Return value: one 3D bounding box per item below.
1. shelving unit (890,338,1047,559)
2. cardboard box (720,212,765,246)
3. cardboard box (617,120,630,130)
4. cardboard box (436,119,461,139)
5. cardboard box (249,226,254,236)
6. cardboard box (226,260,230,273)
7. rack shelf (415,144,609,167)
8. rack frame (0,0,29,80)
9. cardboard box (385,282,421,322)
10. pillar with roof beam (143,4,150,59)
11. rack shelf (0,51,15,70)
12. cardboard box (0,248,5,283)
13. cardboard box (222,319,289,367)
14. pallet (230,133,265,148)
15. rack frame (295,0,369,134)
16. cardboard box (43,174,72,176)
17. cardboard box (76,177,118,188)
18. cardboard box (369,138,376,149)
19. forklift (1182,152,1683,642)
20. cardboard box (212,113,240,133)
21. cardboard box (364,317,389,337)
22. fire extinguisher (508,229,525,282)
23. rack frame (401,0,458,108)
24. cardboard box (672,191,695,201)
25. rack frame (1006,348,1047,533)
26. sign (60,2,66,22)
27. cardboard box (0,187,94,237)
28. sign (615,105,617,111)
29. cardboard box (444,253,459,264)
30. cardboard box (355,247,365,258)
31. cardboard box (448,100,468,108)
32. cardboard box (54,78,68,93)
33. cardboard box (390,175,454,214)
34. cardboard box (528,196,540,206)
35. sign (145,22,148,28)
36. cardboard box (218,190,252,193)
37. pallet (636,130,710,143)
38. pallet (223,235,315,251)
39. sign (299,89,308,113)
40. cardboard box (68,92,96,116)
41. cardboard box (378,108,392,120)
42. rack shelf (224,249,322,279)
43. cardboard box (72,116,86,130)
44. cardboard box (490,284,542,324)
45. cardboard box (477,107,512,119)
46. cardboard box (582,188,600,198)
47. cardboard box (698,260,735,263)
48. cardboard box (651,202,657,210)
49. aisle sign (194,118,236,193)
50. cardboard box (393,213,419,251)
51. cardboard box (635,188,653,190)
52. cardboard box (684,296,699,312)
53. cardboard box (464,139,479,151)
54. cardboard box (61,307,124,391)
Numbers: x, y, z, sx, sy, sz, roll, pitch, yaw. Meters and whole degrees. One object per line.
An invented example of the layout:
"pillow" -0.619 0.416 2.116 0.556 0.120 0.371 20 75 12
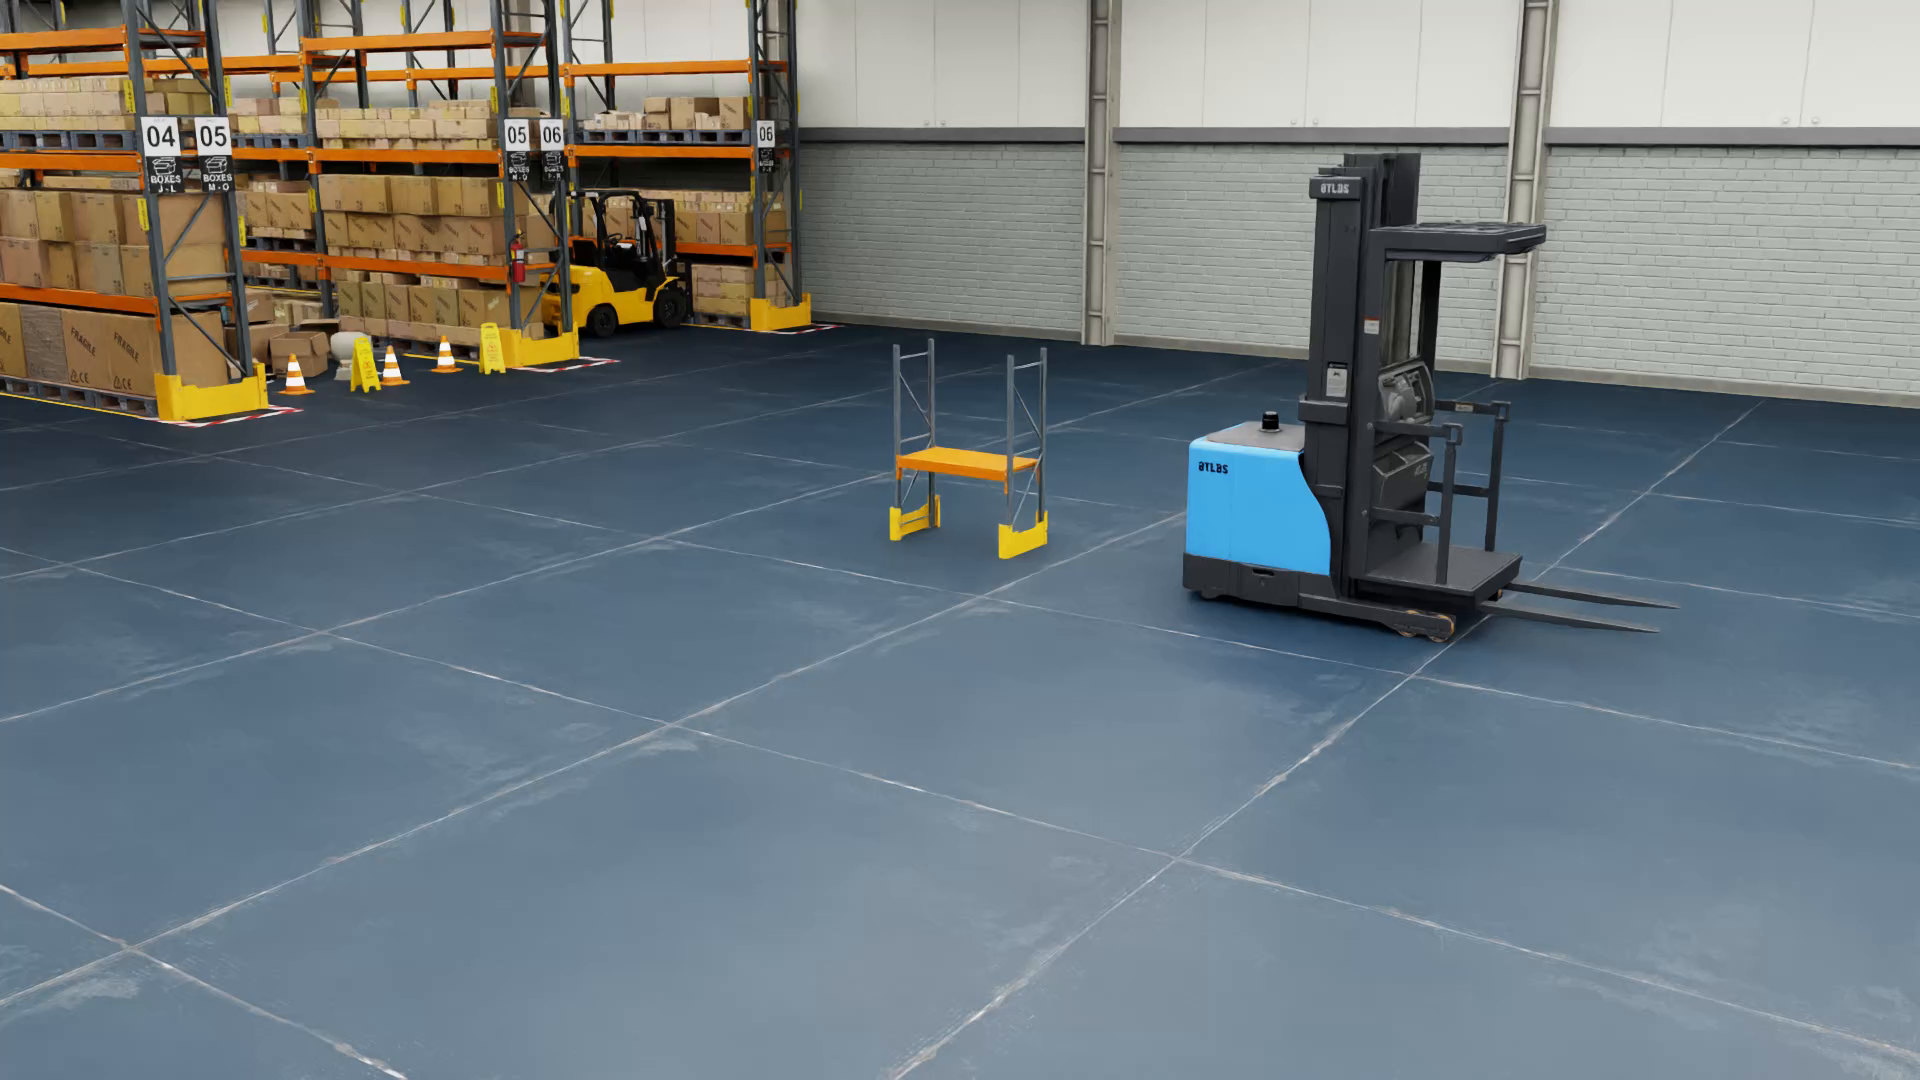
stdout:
"shelving unit" 0.063 -0.718 12.602 1.083 1.500 0.587 9 17 33
"cardboard box" -3.432 -4.926 26.273 0.500 0.500 0.500 9 16 32
"cardboard box" -5.356 -6.763 27.100 0.250 0.149 0.380 10 17 34
"cardboard box" -6.629 -5.487 22.196 0.500 0.250 0.500 9 16 32
"cardboard box" -10.544 -4.702 25.223 0.250 0.149 0.380 9 16 31
"cardboard box" -14.629 -5.686 33.879 0.500 0.500 0.500 10 17 34
"rack shelf" -7.856 -6.776 29.207 4.000 0.370 1.077 9 17 33
"rack frame" -11.642 -6.322 19.634 0.127 3.000 1.000 9 17 33
"cardboard box" -7.745 -3.371 23.487 0.500 0.500 0.500 10 17 36
"pillar with roof beam" -20.291 -9.605 32.896 0.400 9.000 9.100 9 17 33
"rack shelf" -13.302 -6.047 20.852 4.000 0.370 1.077 9 17 33
"cardboard box" -11.330 -3.436 20.147 0.550 0.550 0.875 9 17 33
"cardboard box" -9.296 -2.583 21.926 0.503 0.637 0.797 9 17 33
"pallet" -10.279 -6.018 25.039 1.003 0.211 1.213 9 17 33
"rack frame" -8.964 -7.322 23.676 0.127 3.000 1.000 9 17 33
"cardboard box" -15.862 -6.129 29.052 0.500 0.500 0.500 9 17 33
"cardboard box" -14.112 -5.702 27.327 0.500 0.500 0.500 9 16 32
"cardboard box" -7.987 -5.517 23.147 0.250 0.149 0.380 9 16 31
"forklift" 3.015 -0.937 10.508 3.031 2.935 1.130 9 17 33
"cardboard box" -11.001 -6.254 25.388 0.637 0.503 0.797 9 17 33
"cardboard box" -8.175 -3.077 23.860 0.500 0.250 0.500 10 17 36
"fire extinguisher" -5.807 -3.729 21.806 0.183 0.674 0.296 9 17 33
"rack frame" -9.516 -8.849 29.843 0.127 3.000 1.000 9 17 33
"cardboard box" -4.407 -5.529 26.739 0.250 0.149 0.380 10 17 34
"rack frame" 0.493 -0.648 12.321 0.032 1.500 0.500 9 17 33
"sign" -15.309 -8.997 28.332 0.005 0.325 0.100 9 17 33
"cardboard box" -10.834 -3.900 19.776 0.550 0.550 0.875 9 17 33
"sign" -5.888 -7.257 28.413 0.005 0.325 0.100 9 17 33
"cardboard box" -6.778 -3.838 22.610 0.250 0.149 0.380 10 17 34
"cardboard box" -8.405 -4.129 23.784 0.250 0.149 0.380 9 17 33
"cardboard box" -8.576 -7.500 29.348 0.500 0.500 0.700 9 16 32
"cardboard box" -9.633 -4.961 18.159 0.250 0.149 0.380 9 17 33
"cardboard box" -7.423 -4.789 23.019 0.500 0.500 0.700 9 17 32
"cardboard box" -7.294 -5.849 28.649 0.250 0.149 0.380 9 16 31
"sign" -16.457 -10.306 33.618 0.005 0.325 0.100 9 17 33
"cardboard box" -11.158 -5.099 25.477 0.500 0.500 0.500 10 17 34
"pallet" -4.466 -6.541 26.944 1.213 0.211 1.003 9 17 33
"pallet" -10.617 -4.596 25.548 1.213 0.211 1.003 9 17 33
"sign" -9.270 -6.197 23.478 0.005 0.325 0.100 9 17 33
"cardboard box" -9.300 -4.731 18.059 0.500 0.250 0.500 9 17 33
"cardboard box" -7.773 -5.860 22.876 0.250 0.149 0.380 9 16 32
"rack shelf" -10.623 -4.329 25.567 4.000 0.370 1.077 9 17 33
"cardboard box" -9.420 -4.539 18.116 0.250 0.149 0.380 9 17 33
"cardboard box" -6.180 -3.273 23.092 0.500 0.500 0.500 9 16 31
"cardboard box" -6.090 -5.582 21.749 0.250 0.149 0.380 9 17 33
"cardboard box" -6.098 -5.806 27.860 0.250 0.149 0.380 10 17 34
"cardboard box" -3.996 -4.456 27.350 0.500 0.250 0.500 9 17 32
"cardboard box" -4.807 -5.457 27.069 0.250 0.149 0.380 9 16 32
"aisle sign" -8.097 -4.186 18.079 0.004 0.787 0.394 9 17 33
"cardboard box" -7.485 -4.292 23.093 0.500 0.500 0.500 9 17 33
"cardboard box" -5.351 -5.851 28.040 0.250 0.149 0.380 9 17 32
"cardboard box" -4.261 -3.871 27.065 0.500 0.250 0.500 9 17 33
"cardboard box" -6.321 -5.227 21.976 0.250 0.149 0.380 9 17 33
"cardboard box" -9.654 -2.241 19.182 0.875 0.875 0.875 9 16 32
